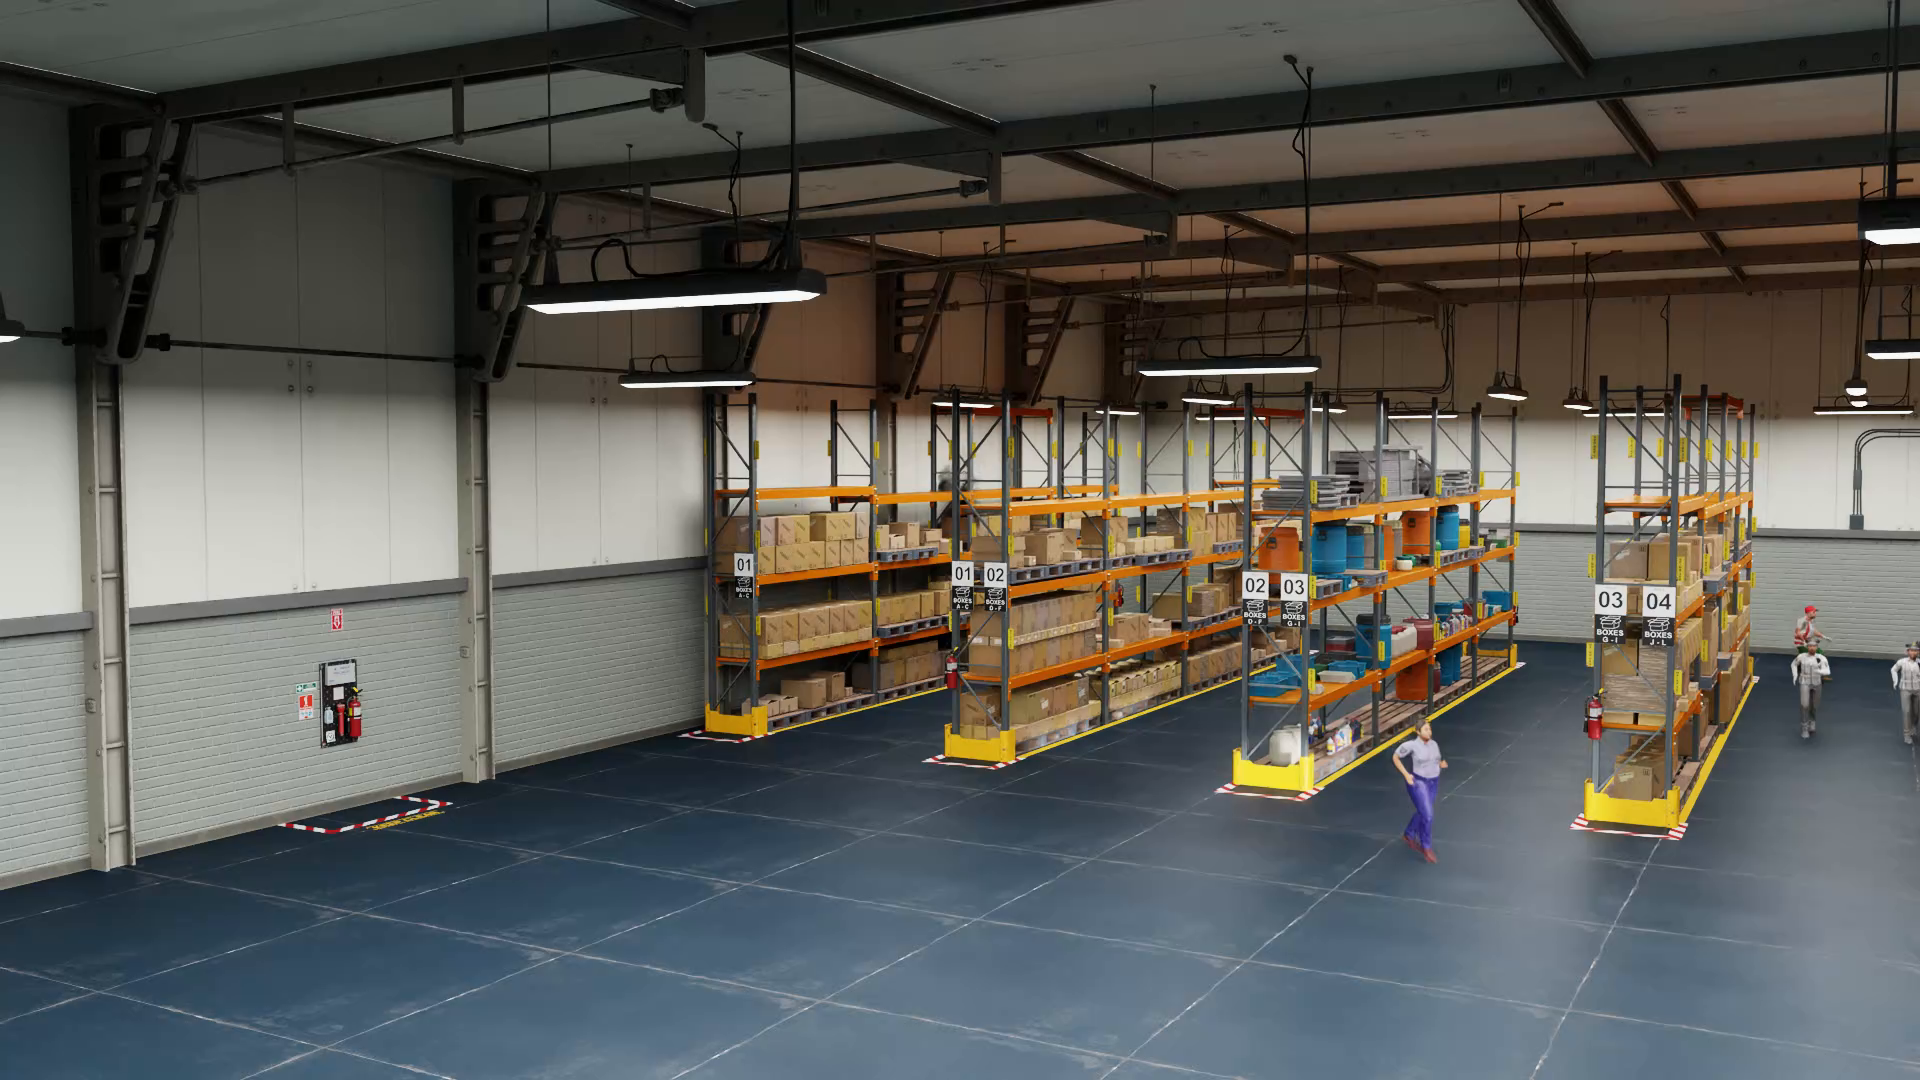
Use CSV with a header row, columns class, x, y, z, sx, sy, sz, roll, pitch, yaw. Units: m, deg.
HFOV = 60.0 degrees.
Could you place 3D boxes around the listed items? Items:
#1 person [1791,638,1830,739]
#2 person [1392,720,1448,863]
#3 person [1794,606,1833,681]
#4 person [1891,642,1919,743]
class,x,y,z,sx,sy,sz,roll,pitch,yaw
person,14.896,2.573,29.119,0.587,1.741,0.789,1,3,22
person,5.700,3.082,20.488,0.584,1.687,0.711,-2,4,-31
person,18.419,2.232,35.996,0.856,1.640,0.581,-2,3,-28
person,16.325,2.589,28.540,0.591,1.683,0.939,1,3,25
